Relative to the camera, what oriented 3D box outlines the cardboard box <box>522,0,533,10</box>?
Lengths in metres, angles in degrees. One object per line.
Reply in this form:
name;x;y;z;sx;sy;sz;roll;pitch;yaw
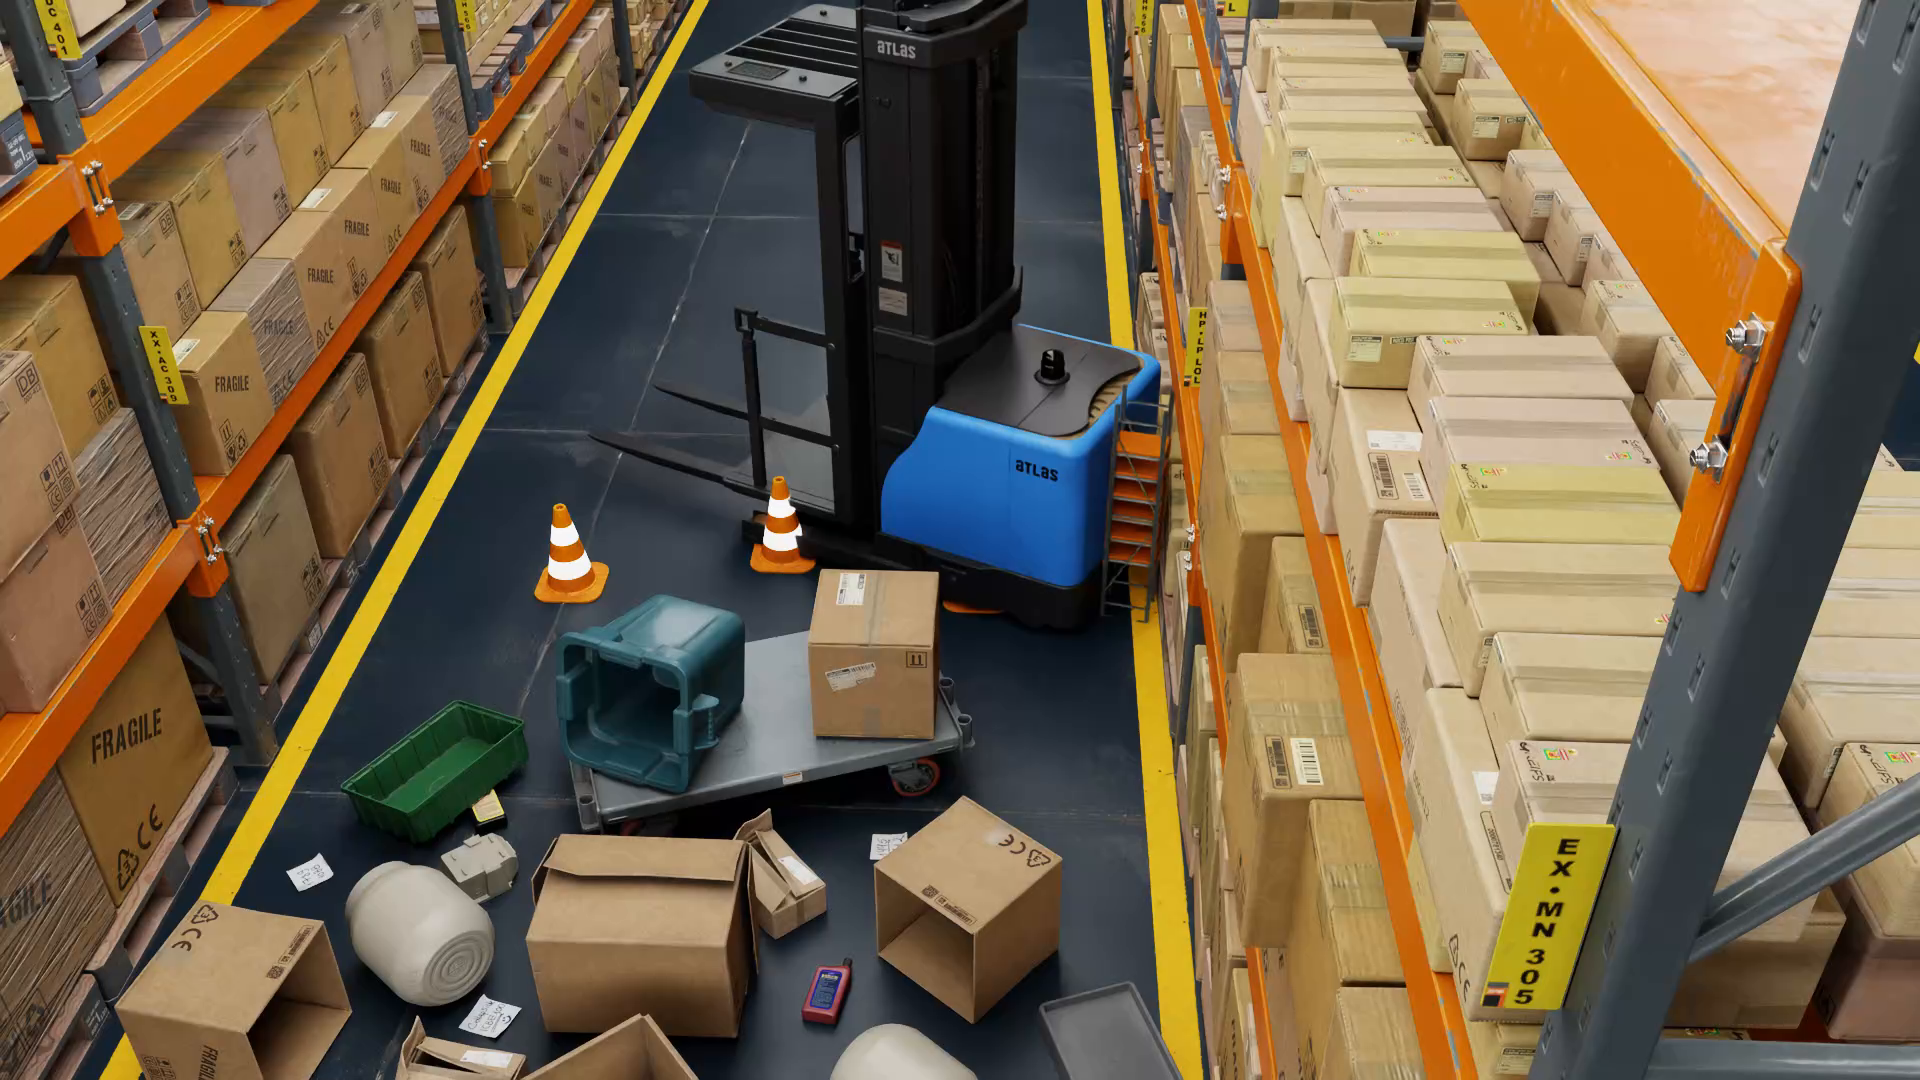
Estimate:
cardboard box;-3.085;-3.655;11.141;0.380;0.149;0.250;2;35;3

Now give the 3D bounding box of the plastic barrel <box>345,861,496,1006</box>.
plastic barrel;-2.029;1.468;6.239;0.512;0.421;0.421;28;44;33

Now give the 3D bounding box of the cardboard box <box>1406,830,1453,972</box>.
cardboard box;0.985;0.601;2.841;0.380;0.149;0.250;2;35;2

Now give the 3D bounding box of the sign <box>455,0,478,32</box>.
sign;-2.801;-3.034;9.398;0.100;0.325;0.005;1;35;2

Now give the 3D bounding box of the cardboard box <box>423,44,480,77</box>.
cardboard box;-3.136;-2.893;10.057;0.380;0.149;0.250;1;35;1

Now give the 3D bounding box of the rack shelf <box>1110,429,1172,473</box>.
rack shelf;0.835;-0.410;7.680;0.258;0.103;0.180;9;36;12

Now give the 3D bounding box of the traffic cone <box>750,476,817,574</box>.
traffic cone;-0.903;-0.114;8.455;0.336;0.463;0.334;1;35;2

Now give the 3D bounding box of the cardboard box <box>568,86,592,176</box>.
cardboard box;-3.019;-2.998;12.162;0.500;0.500;0.500;1;35;1

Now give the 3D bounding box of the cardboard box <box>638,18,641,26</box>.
cardboard box;-2.967;-4.486;14.325;0.380;0.149;0.250;1;35;2

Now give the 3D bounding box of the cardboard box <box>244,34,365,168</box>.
cardboard box;-3.421;-2.178;8.230;0.700;0.500;0.500;1;35;1

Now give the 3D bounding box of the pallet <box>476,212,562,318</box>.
pallet;-3.323;-1.880;11.187;1.003;0.211;1.213;1;35;2

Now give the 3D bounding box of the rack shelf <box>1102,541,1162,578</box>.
rack shelf;0.830;0.080;8.026;0.258;0.103;0.180;9;36;12

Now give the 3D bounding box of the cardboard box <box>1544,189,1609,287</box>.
cardboard box;1.654;-0.734;4.047;0.380;0.149;0.250;2;35;2

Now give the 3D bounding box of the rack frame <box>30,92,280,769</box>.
rack frame;-3.517;-0.273;6.476;1.000;3.000;0.127;1;35;2

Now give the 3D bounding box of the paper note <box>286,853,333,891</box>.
paper note;-2.639;1.348;6.750;0.147;0.020;0.142;-24;42;-30

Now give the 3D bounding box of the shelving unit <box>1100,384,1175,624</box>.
shelving unit;0.832;-0.152;7.862;0.258;1.200;0.189;9;36;12

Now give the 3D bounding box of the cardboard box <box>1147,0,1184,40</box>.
cardboard box;1.354;-3.268;9.781;0.500;0.500;0.500;0;35;1

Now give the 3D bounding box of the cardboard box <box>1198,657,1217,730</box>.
cardboard box;1.075;0.567;6.090;0.380;0.149;0.250;2;35;3

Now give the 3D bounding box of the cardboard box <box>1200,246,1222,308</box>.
cardboard box;1.223;-0.822;6.546;0.500;0.500;0.500;1;35;1

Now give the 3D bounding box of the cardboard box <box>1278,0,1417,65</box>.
cardboard box;1.312;-1.894;5.938;0.500;0.250;0.500;1;35;1

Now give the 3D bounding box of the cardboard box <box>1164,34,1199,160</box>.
cardboard box;1.331;-2.297;8.644;0.500;0.500;0.500;3;35;4

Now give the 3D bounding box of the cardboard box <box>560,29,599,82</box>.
cardboard box;-3.007;-3.597;12.361;0.500;0.250;0.500;3;35;4

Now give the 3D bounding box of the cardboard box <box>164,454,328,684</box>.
cardboard box;-3.582;0.116;7.513;1.050;0.750;0.750;1;35;2

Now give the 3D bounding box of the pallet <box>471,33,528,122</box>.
pallet;-3.434;-2.905;10.387;1.213;0.211;1.003;1;35;2

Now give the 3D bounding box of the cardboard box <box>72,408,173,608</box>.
cardboard box;-3.519;-0.123;6.131;0.875;0.550;0.550;1;35;2

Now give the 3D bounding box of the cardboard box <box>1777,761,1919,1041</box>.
cardboard box;1.559;0.511;2.623;0.500;0.250;0.500;1;35;1

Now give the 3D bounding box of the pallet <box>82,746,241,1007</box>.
pallet;-3.625;1.303;6.659;1.003;0.211;1.213;1;35;2

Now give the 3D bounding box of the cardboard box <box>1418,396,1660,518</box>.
cardboard box;1.111;-0.150;3.217;0.380;0.149;0.250;1;35;2

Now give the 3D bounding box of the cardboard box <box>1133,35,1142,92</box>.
cardboard box;1.360;-3.044;10.549;0.500;0.250;0.500;2;35;3

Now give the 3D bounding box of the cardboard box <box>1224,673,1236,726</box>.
cardboard box;1.107;0.444;5.110;0.500;0.500;0.500;1;35;1

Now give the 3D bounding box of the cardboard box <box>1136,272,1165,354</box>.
cardboard box;1.561;-1.288;9.839;0.950;0.372;0.625;-1;35;-1

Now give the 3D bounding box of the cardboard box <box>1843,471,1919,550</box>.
cardboard box;1.641;0.001;3.002;0.380;0.149;0.250;1;35;2

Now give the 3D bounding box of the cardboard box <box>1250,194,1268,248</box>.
cardboard box;1.107;-1.019;5.147;0.380;0.149;0.250;1;35;2

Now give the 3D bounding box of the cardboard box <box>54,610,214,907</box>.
cardboard box;-3.612;0.784;6.454;0.875;0.875;0.875;2;35;3

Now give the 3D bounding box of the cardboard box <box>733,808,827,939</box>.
cardboard box;-0.744;1.320;6.587;0.258;0.266;0.396;-24;42;-30

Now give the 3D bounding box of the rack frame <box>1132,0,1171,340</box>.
rack frame;1.594;-2.515;9.666;1.000;3.000;0.127;1;35;2

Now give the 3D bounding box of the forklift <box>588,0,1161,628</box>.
forklift;-0.552;-1.365;8.089;3.031;2.935;1.130;17;38;22

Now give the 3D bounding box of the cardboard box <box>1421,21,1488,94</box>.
cardboard box;1.639;-1.481;5.110;0.380;0.149;0.250;2;35;3

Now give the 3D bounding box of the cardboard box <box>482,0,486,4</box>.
cardboard box;-3.121;-3.440;10.318;0.380;0.149;0.250;1;35;2

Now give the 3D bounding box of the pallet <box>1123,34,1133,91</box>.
pallet;1.864;-4.108;14.357;1.003;0.211;1.213;1;35;2

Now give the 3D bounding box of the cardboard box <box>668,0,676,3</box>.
cardboard box;-2.829;-5.119;15.485;0.380;0.149;0.250;2;35;3

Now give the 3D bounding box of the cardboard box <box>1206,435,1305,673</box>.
cardboard box;1.110;0.040;4.815;0.700;0.500;0.500;1;35;1

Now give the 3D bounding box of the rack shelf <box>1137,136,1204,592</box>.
rack shelf;1.514;-1.072;8.238;1.077;0.370;4.000;1;35;2

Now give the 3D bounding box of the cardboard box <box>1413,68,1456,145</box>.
cardboard box;1.685;-1.244;5.120;0.500;0.250;0.500;1;35;1

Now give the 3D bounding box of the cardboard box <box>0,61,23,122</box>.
cardboard box;-3.212;-1.394;5.228;0.380;0.149;0.250;1;35;2

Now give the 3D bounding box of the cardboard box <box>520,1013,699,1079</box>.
cardboard box;-1.186;2.035;5.363;0.797;0.503;0.637;-24;42;-30

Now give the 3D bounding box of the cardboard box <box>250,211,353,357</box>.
cardboard box;-3.184;-1.188;7.690;0.500;0.500;0.500;1;35;2

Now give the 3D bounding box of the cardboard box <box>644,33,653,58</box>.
cardboard box;-2.849;-4.230;14.220;0.380;0.149;0.250;2;35;3

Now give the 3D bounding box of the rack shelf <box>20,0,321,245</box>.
rack shelf;-3.436;-2.355;7.455;1.077;0.370;4.000;1;35;2

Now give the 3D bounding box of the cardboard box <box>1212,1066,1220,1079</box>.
cardboard box;1.081;1.965;5.317;0.500;0.250;0.500;0;35;0

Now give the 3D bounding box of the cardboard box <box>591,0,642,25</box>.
cardboard box;-2.904;-4.469;14.042;0.380;0.149;0.250;3;35;4

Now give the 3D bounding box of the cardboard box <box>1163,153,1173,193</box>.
cardboard box;1.262;-1.927;8.681;0.380;0.149;0.250;2;35;2

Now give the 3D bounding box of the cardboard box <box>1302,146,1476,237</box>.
cardboard box;1.097;-0.899;4.282;0.380;0.149;0.250;0;35;0

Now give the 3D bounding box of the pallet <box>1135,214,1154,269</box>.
pallet;1.701;-1.826;11.110;1.003;0.211;1.213;1;35;2

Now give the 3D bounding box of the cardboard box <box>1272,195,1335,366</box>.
cardboard box;1.098;-0.674;4.309;0.500;0.250;0.500;2;35;2

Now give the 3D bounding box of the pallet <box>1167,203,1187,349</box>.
pallet;1.556;-1.299;8.102;1.003;0.211;1.213;1;35;2
